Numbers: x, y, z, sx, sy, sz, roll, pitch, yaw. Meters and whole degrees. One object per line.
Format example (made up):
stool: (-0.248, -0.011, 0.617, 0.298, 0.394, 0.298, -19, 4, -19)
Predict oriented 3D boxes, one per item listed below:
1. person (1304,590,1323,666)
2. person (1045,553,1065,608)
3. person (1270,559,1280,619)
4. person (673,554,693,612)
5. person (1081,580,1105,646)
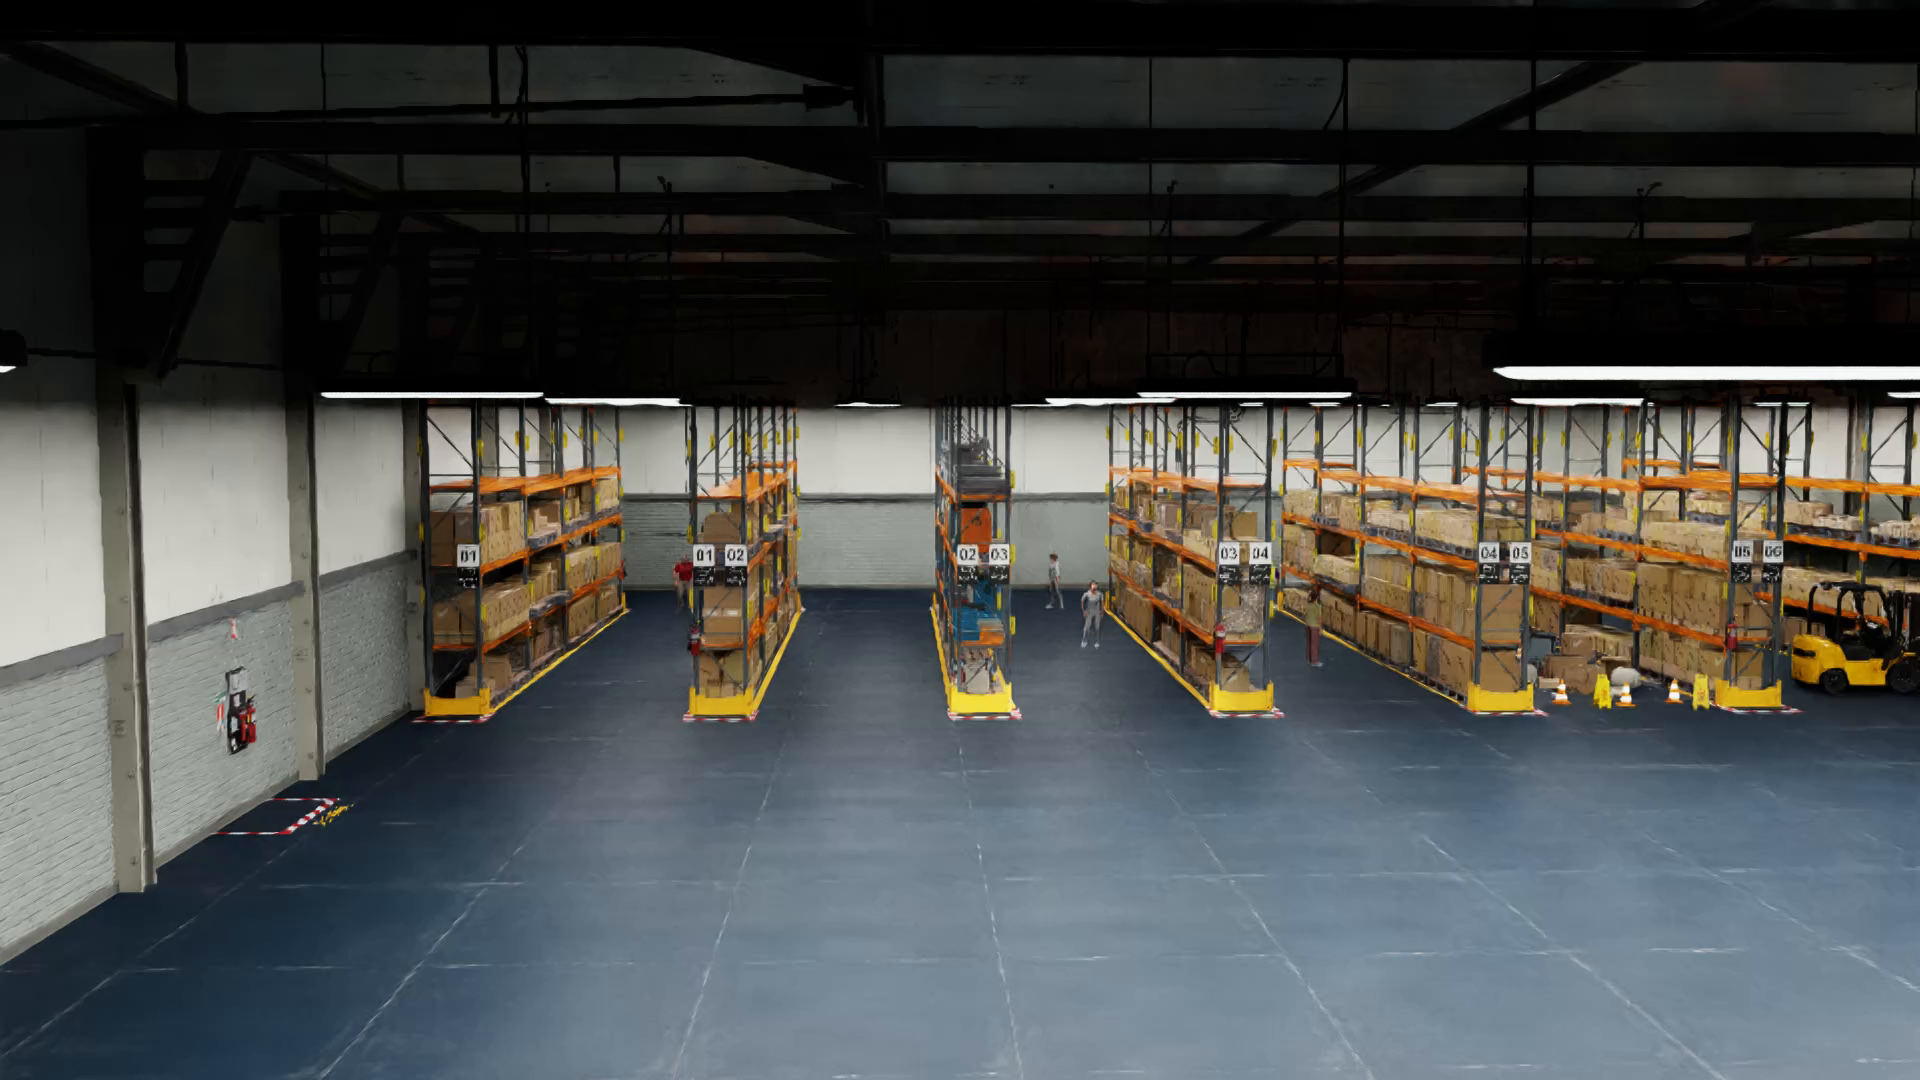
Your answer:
person: (7.918, 1.954, 37.107, 0.441, 1.675, 0.498, -3, 5, -33)
person: (2.756, 1.164, 47.920, 0.505, 1.597, 0.531, -2, 5, -20)
person: (8.354, 1.315, 45.253, 0.719, 1.714, 0.572, 0, 5, -3)
person: (-7.723, 1.210, 46.800, 0.682, 1.675, 0.535, 0, 5, -4)
person: (3.195, 1.768, 40.087, 0.580, 1.619, 0.507, 0, 5, -4)
